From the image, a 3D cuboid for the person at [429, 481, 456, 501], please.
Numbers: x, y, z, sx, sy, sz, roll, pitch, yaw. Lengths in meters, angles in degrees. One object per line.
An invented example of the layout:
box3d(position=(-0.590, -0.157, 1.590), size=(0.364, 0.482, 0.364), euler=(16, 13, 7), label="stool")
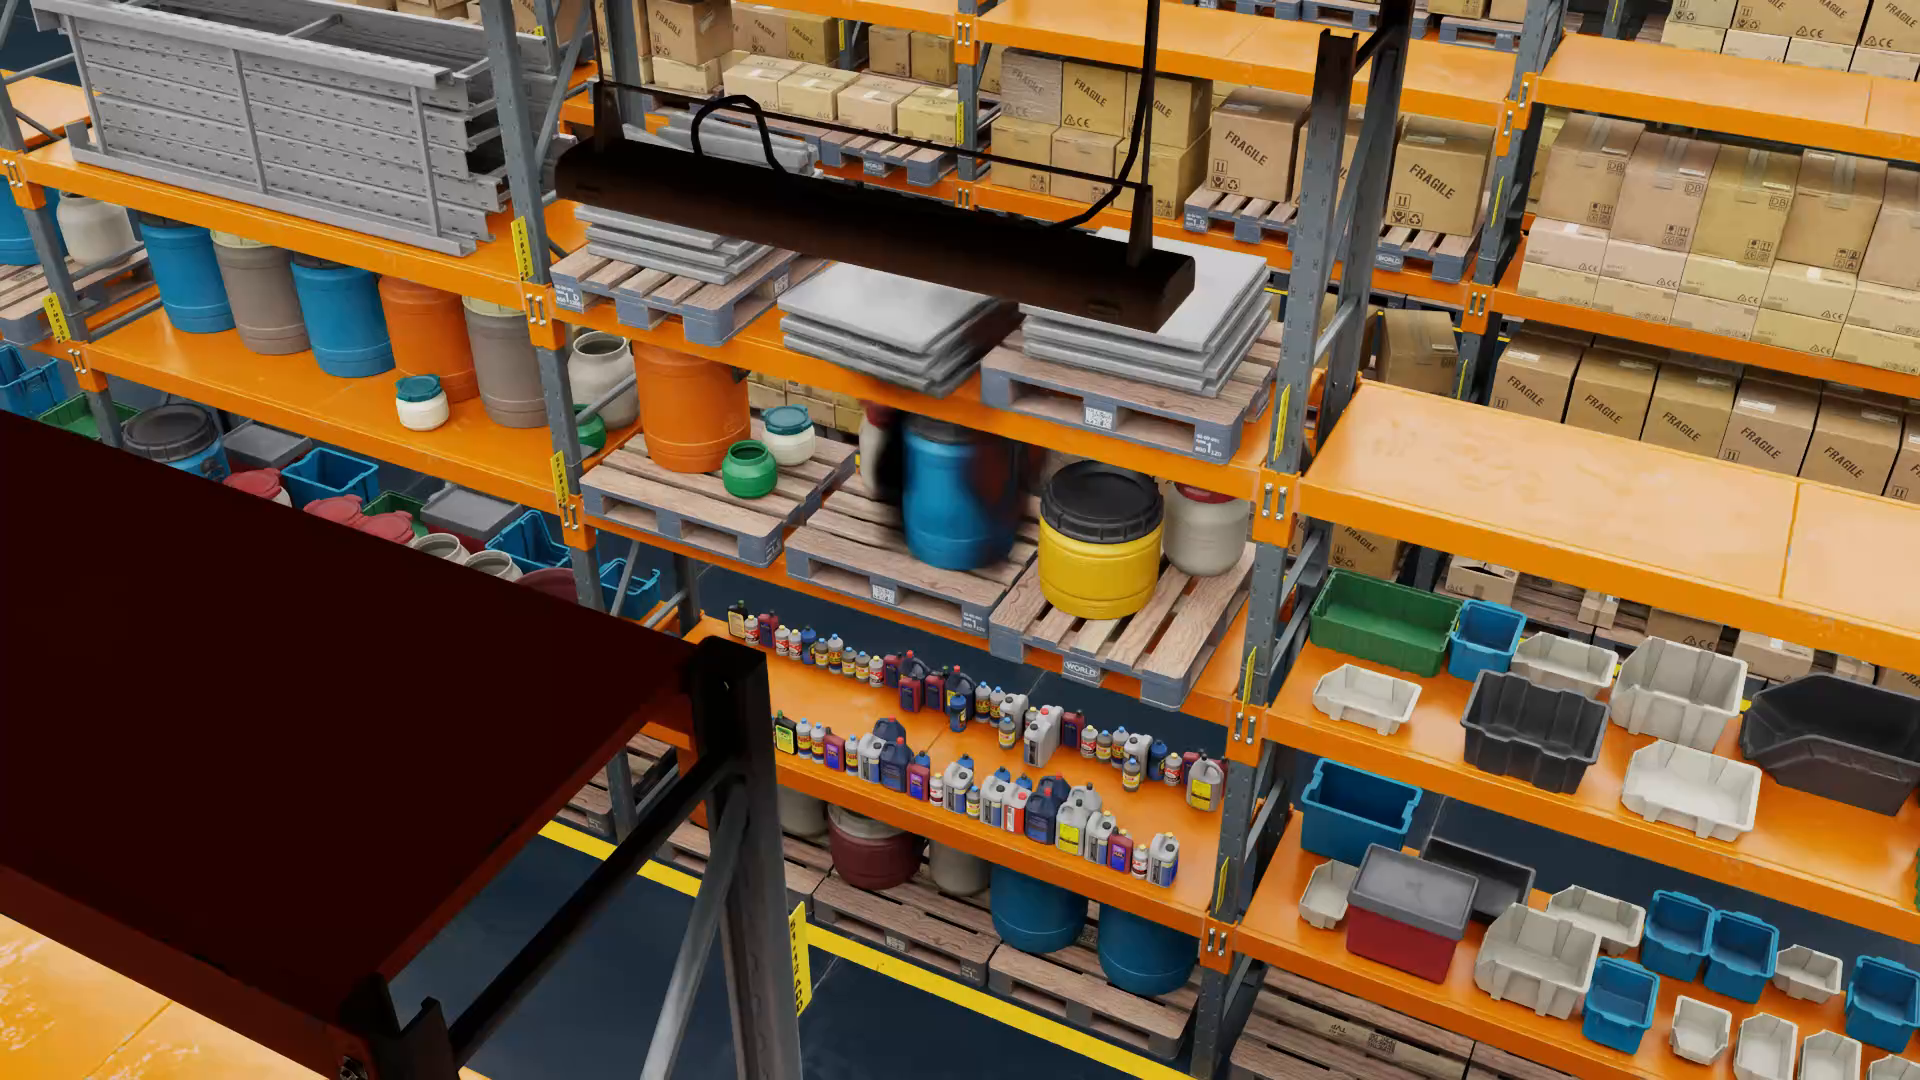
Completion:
box3d(position=(-4.340, -1.051, 13.901), size=(0.638, 1.842, 0.367), euler=(22, 41, 29), label="person")
